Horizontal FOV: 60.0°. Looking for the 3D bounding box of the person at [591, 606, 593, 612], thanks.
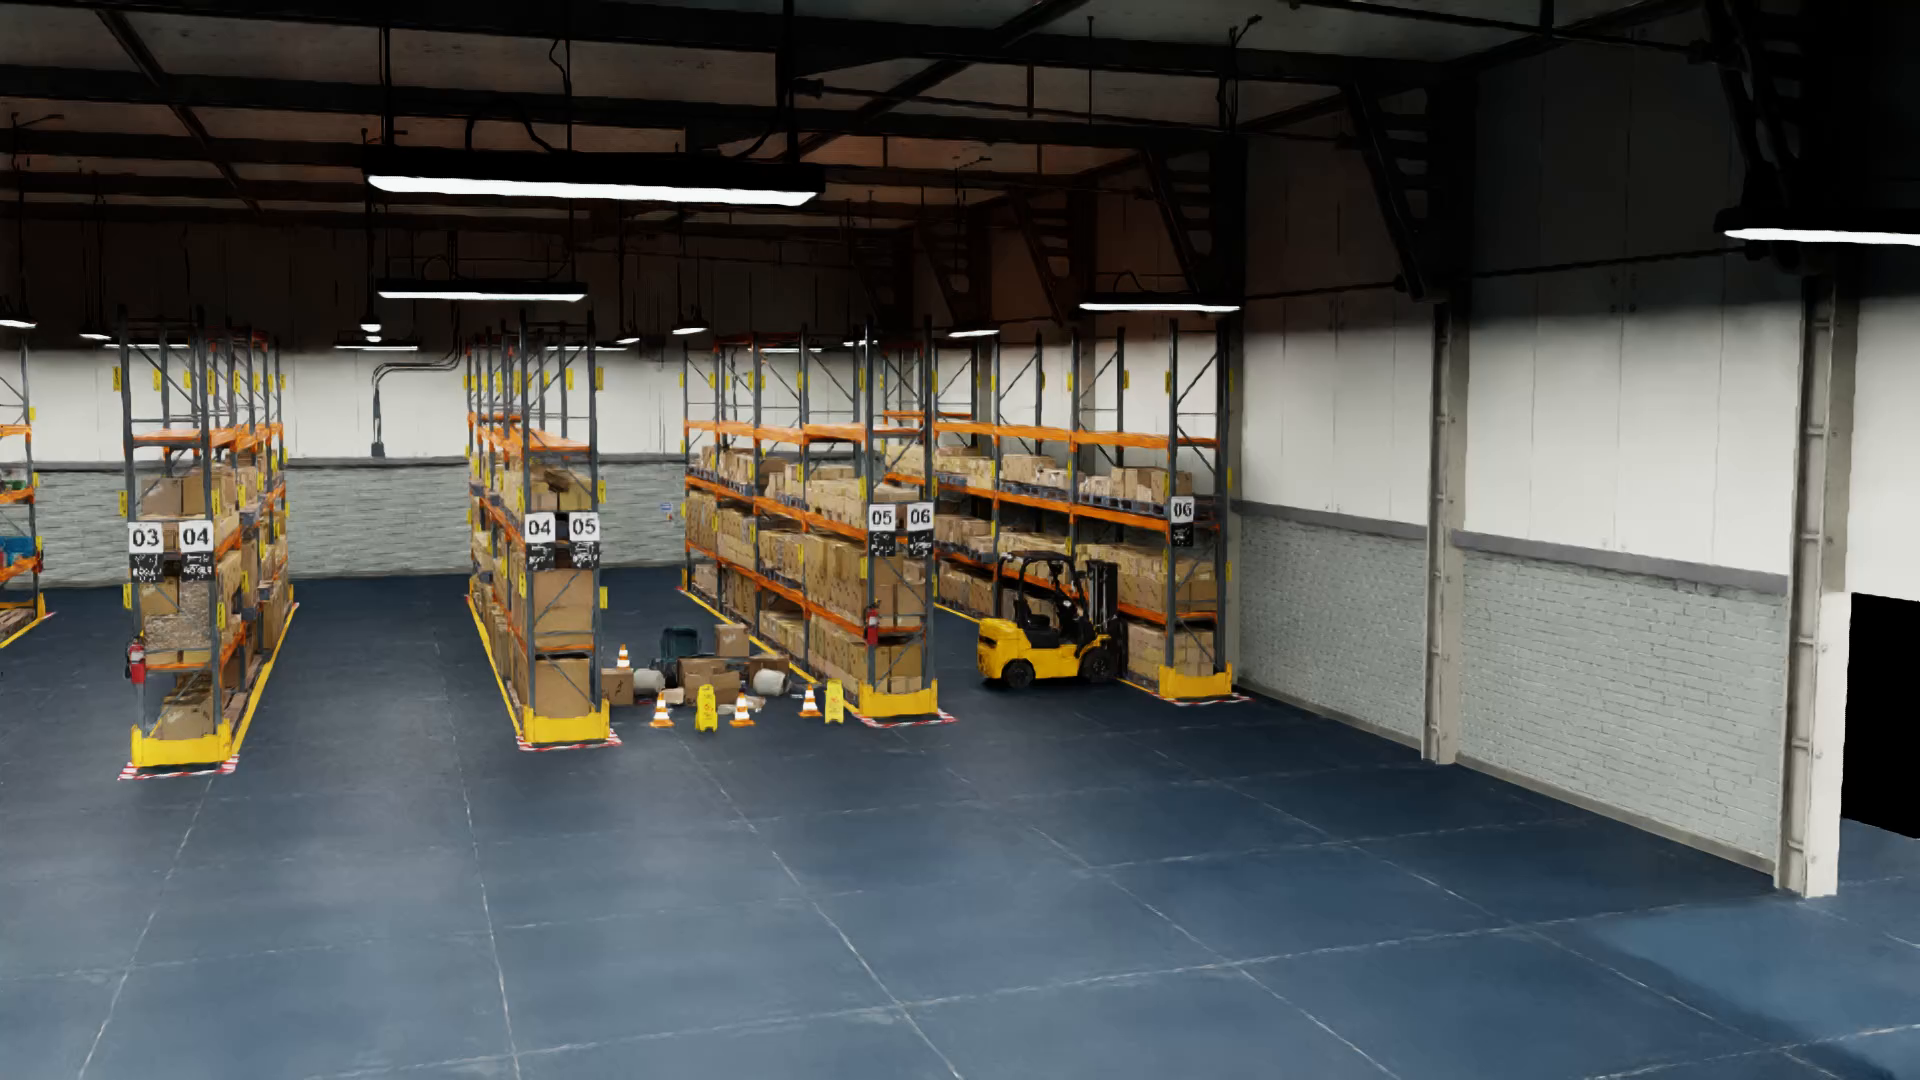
[{"bbox_3d":[-8.170,0.733,36.135,0.455,1.677,0.525,1,6,11],"label":"person"}]
